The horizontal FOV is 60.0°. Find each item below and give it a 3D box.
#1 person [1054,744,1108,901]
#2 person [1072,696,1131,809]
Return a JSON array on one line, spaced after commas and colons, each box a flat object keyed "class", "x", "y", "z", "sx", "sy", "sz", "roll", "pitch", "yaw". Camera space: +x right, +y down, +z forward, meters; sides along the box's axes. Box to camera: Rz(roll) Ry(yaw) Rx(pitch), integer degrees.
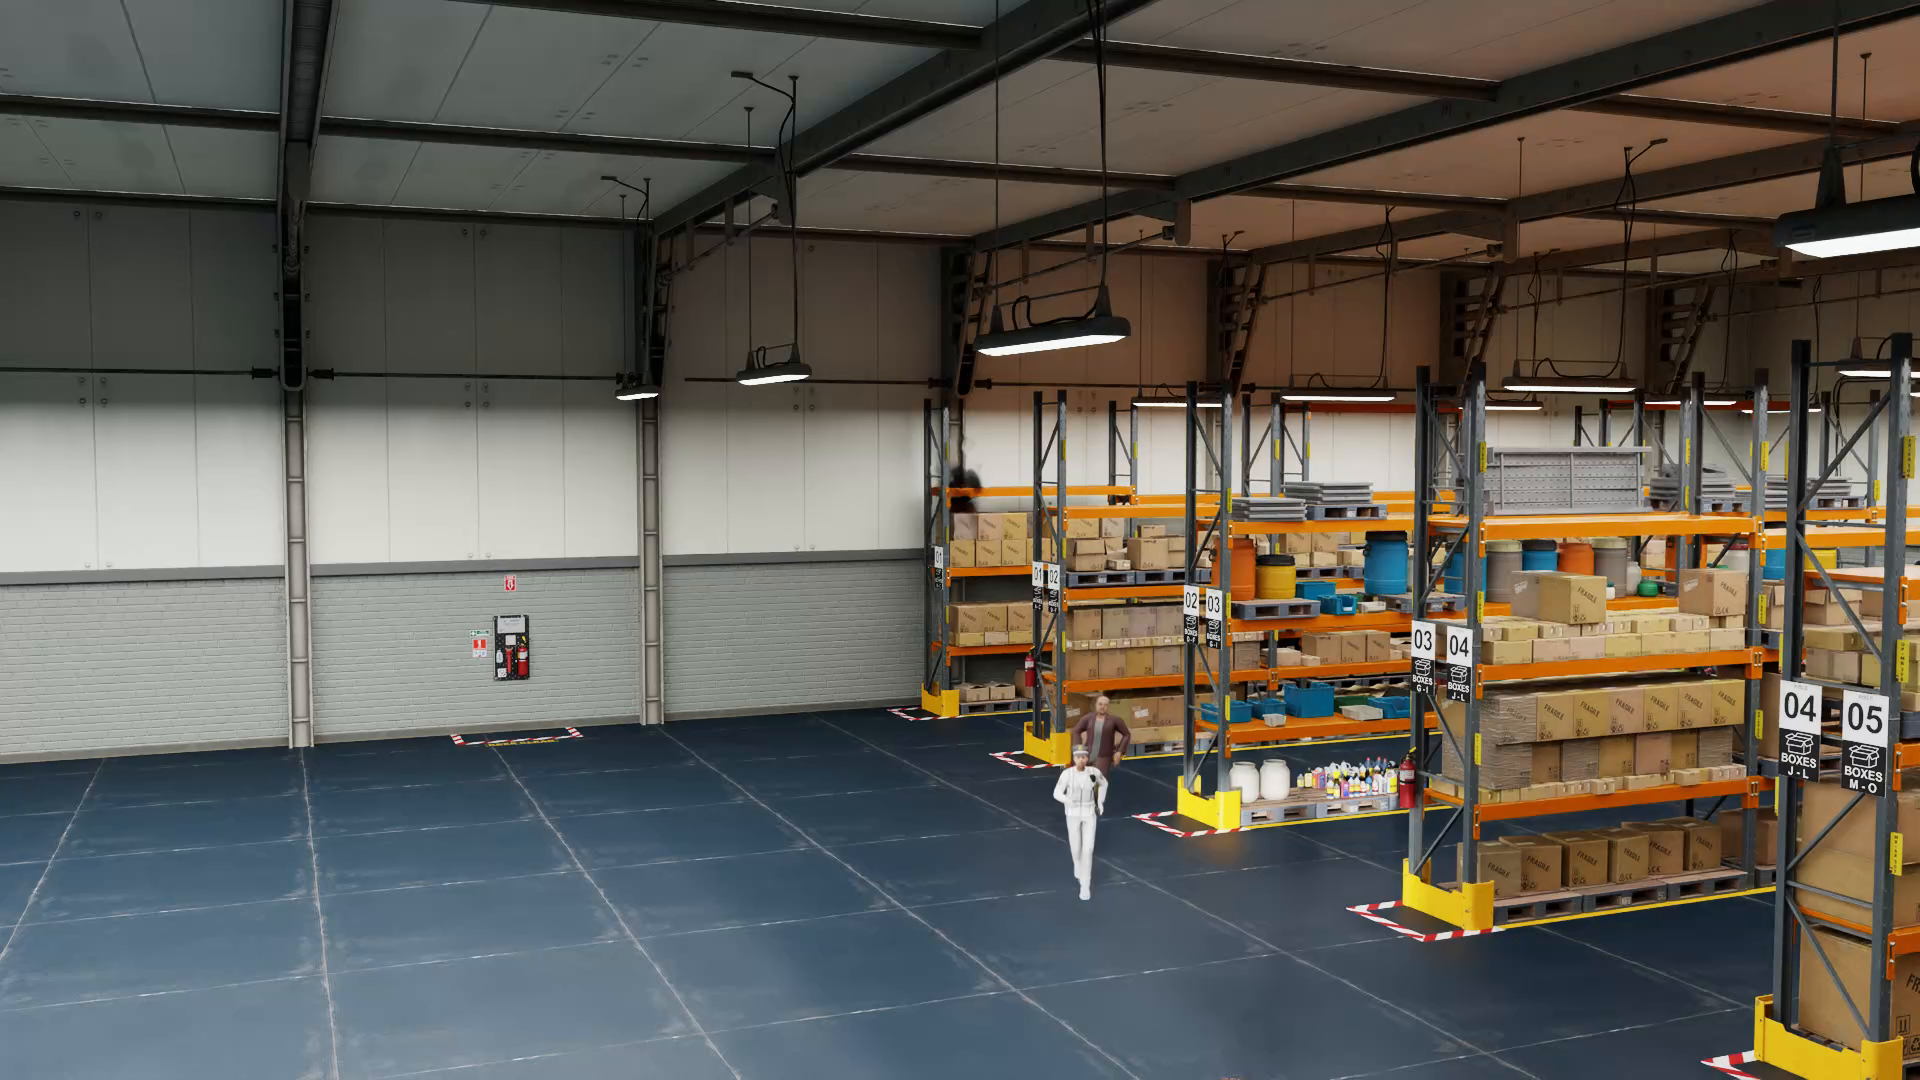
[{"class": "person", "x": 1.386, "y": 3.176, "z": 19.091, "sx": 0.618, "sy": 1.702, "sz": 0.937, "roll": 0, "pitch": 3, "yaw": 6}, {"class": "person", "x": 1.870, "y": 3.027, "z": 22.484, "sx": 0.774, "sy": 1.662, "sz": 0.673, "roll": 1, "pitch": 4, "yaw": 24}]
